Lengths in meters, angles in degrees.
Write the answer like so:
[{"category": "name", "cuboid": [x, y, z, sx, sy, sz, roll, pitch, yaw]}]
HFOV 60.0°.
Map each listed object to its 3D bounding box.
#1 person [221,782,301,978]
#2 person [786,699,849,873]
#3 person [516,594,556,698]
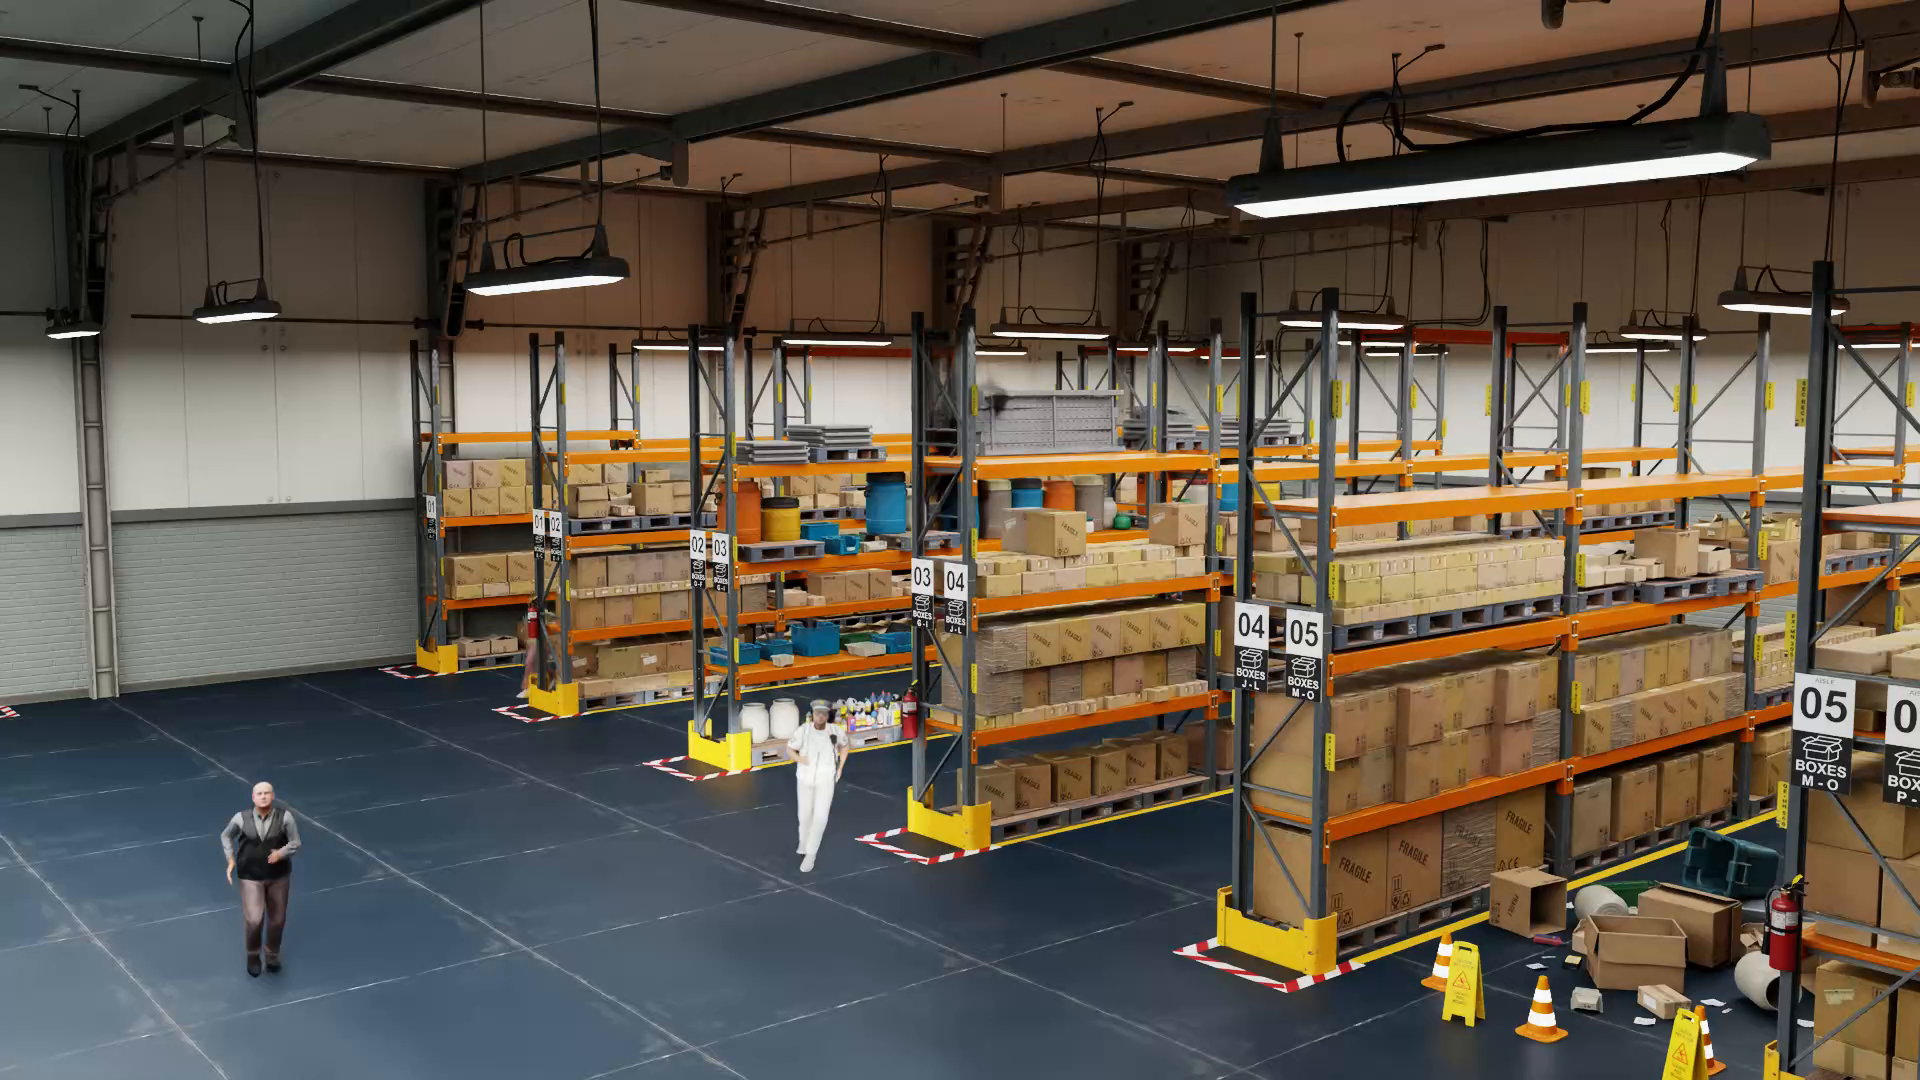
[{"category": "person", "cuboid": [-6.083, 2.967, 14.529, 0.633, 1.703, 0.683, -3, 6, -27]}, {"category": "person", "cuboid": [-1.550, 2.607, 18.009, 0.668, 1.807, 0.828, 0, 5, 1]}, {"category": "person", "cuboid": [-7.077, 1.742, 27.791, 0.605, 1.688, 0.918, 5, 7, 42]}]
